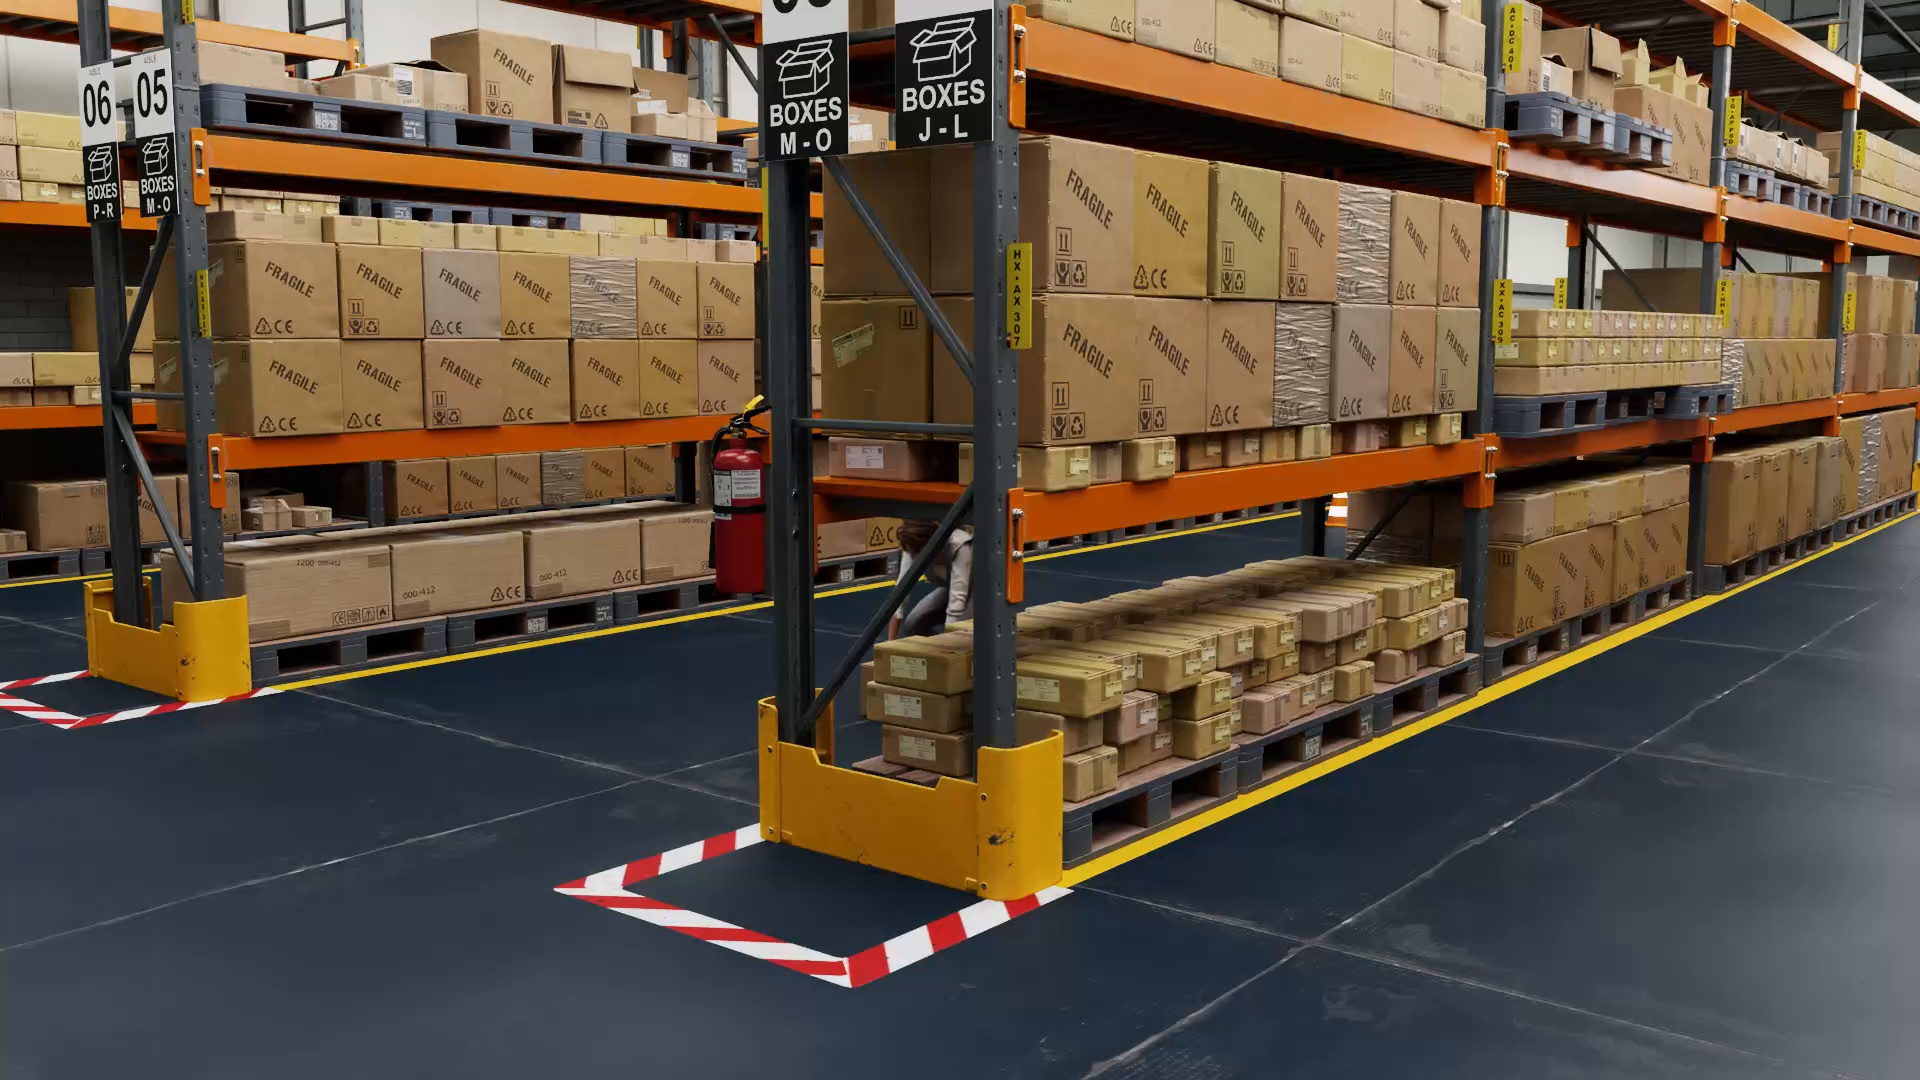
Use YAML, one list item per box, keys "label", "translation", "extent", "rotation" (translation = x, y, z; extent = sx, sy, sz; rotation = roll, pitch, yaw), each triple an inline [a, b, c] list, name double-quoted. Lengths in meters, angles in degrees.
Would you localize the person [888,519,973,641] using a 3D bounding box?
- label: "person"
  translation: [-0.046, 0.332, 8.274]
  extent: [0.453, 0.963, 0.780]
  rotation: [5, 9, 37]
